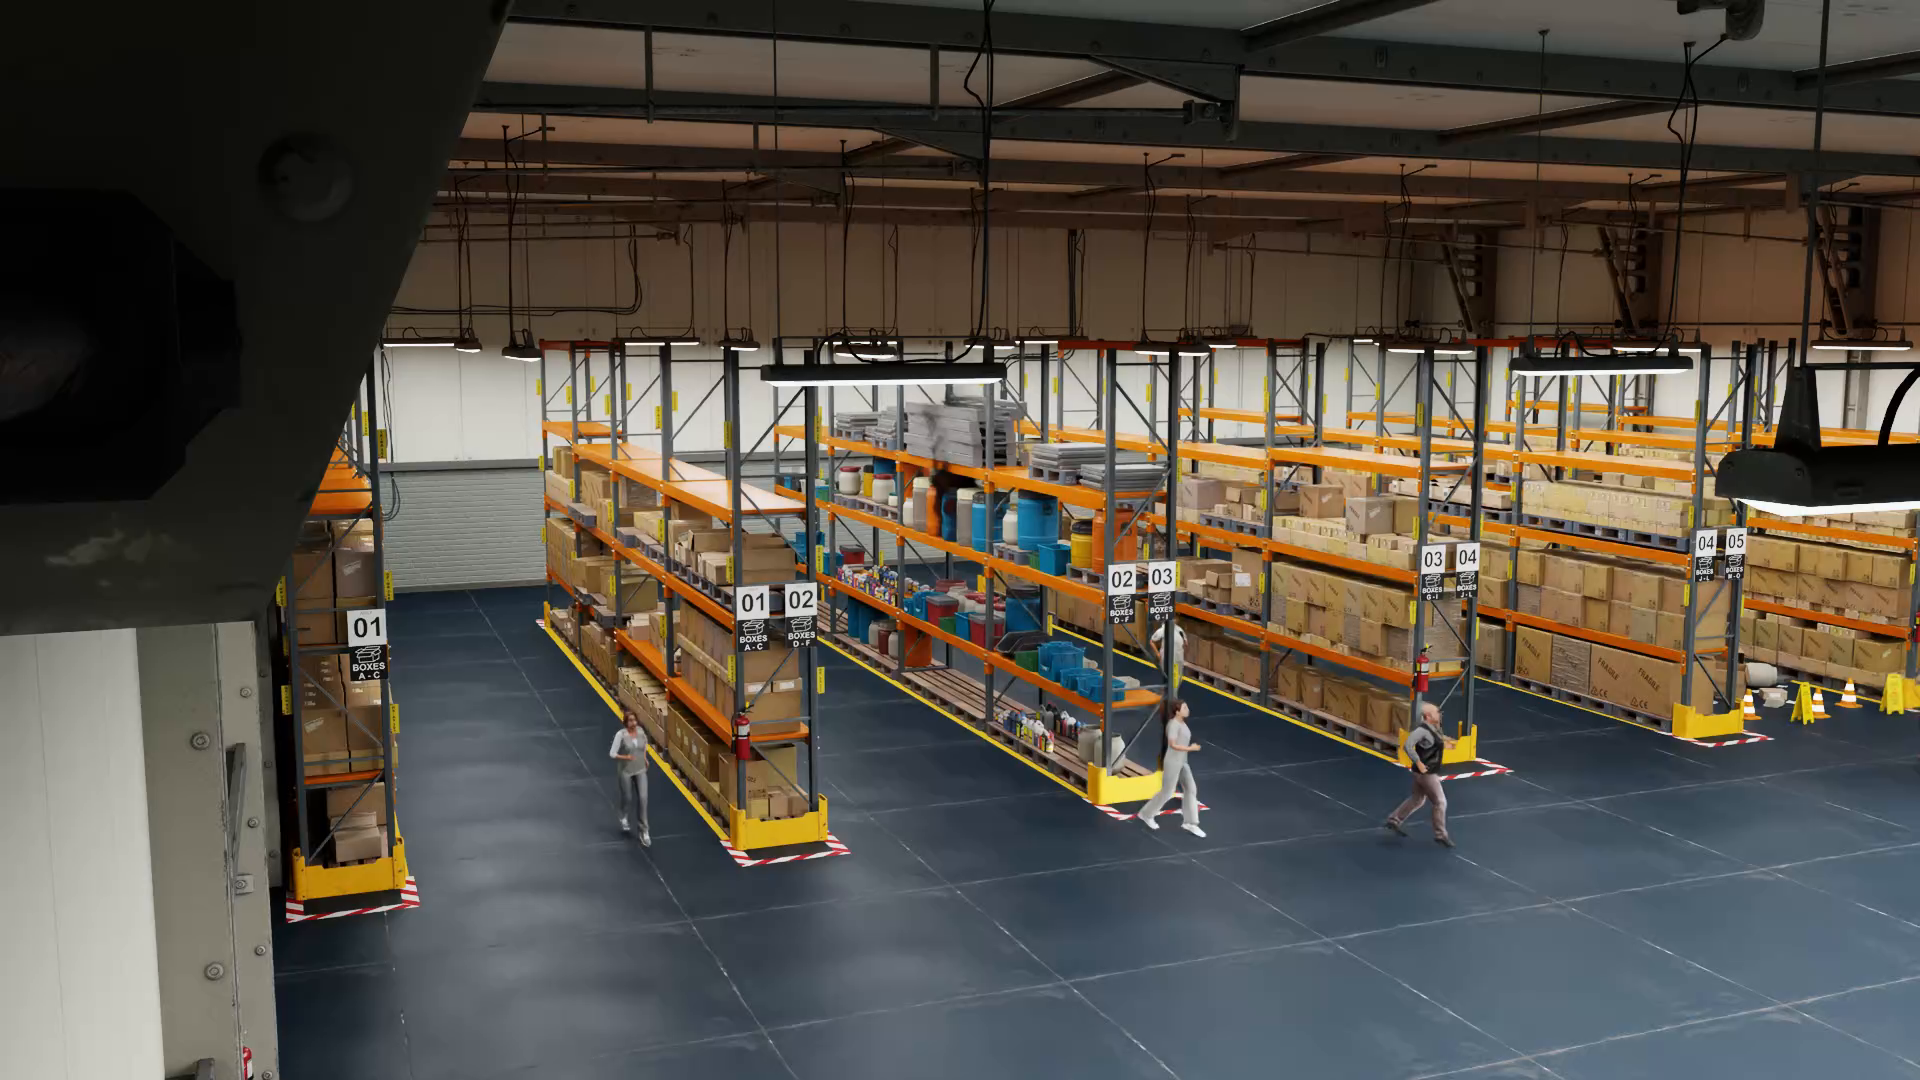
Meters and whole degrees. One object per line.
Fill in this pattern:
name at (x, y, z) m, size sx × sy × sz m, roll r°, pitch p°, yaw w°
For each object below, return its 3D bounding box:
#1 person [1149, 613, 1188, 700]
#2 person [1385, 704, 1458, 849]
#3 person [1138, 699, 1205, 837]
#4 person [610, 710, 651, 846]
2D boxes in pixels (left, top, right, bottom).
person at (3.442, 1.979, 27.146) m, size 0.615 × 1.644 × 0.918 m, roll -4°, pitch 8°, yaw -27°
person at (5.652, 2.831, 20.262) m, size 0.871 × 1.569 × 0.638 m, roll 2°, pitch 8°, yaw 15°
person at (2.663, 2.813, 20.725) m, size 0.848 × 1.707 × 0.584 m, roll 3°, pitch 8°, yaw 21°
person at (-4.043, 2.877, 20.419) m, size 0.536 × 1.623 × 0.823 m, roll -4°, pitch 8°, yaw -26°
